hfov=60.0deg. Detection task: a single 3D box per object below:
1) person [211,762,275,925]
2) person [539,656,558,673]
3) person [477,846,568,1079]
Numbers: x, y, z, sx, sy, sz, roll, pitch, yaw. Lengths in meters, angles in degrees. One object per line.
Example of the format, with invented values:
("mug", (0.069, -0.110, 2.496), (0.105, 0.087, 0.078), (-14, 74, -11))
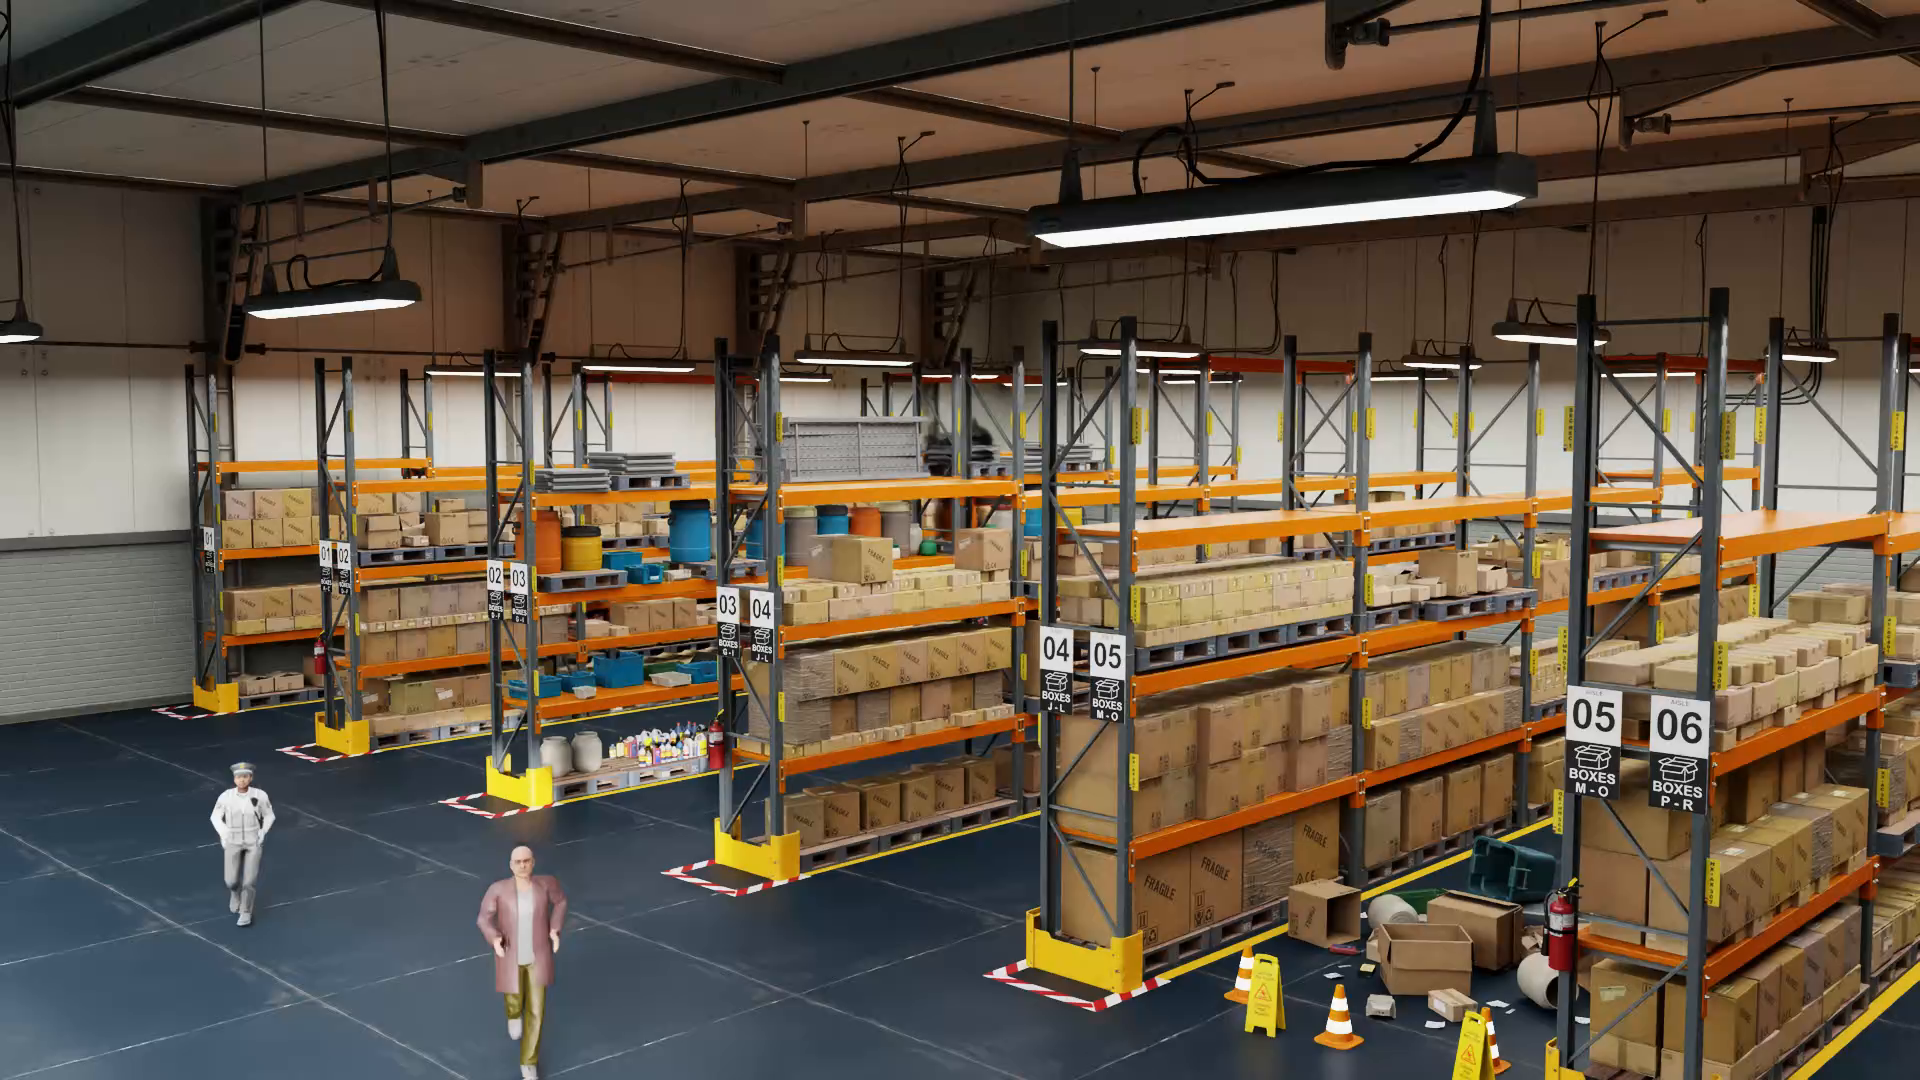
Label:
("person", (-7.232, 3.052, 16.790), (0.599, 1.652, 0.540), (-2, 5, -22))
("person", (-7.521, 1.986, 29.984), (0.652, 1.716, 0.968), (3, 5, 36))
("person", (-3.437, 3.287, 13.132), (0.711, 1.764, 0.923), (-1, 5, -18))
